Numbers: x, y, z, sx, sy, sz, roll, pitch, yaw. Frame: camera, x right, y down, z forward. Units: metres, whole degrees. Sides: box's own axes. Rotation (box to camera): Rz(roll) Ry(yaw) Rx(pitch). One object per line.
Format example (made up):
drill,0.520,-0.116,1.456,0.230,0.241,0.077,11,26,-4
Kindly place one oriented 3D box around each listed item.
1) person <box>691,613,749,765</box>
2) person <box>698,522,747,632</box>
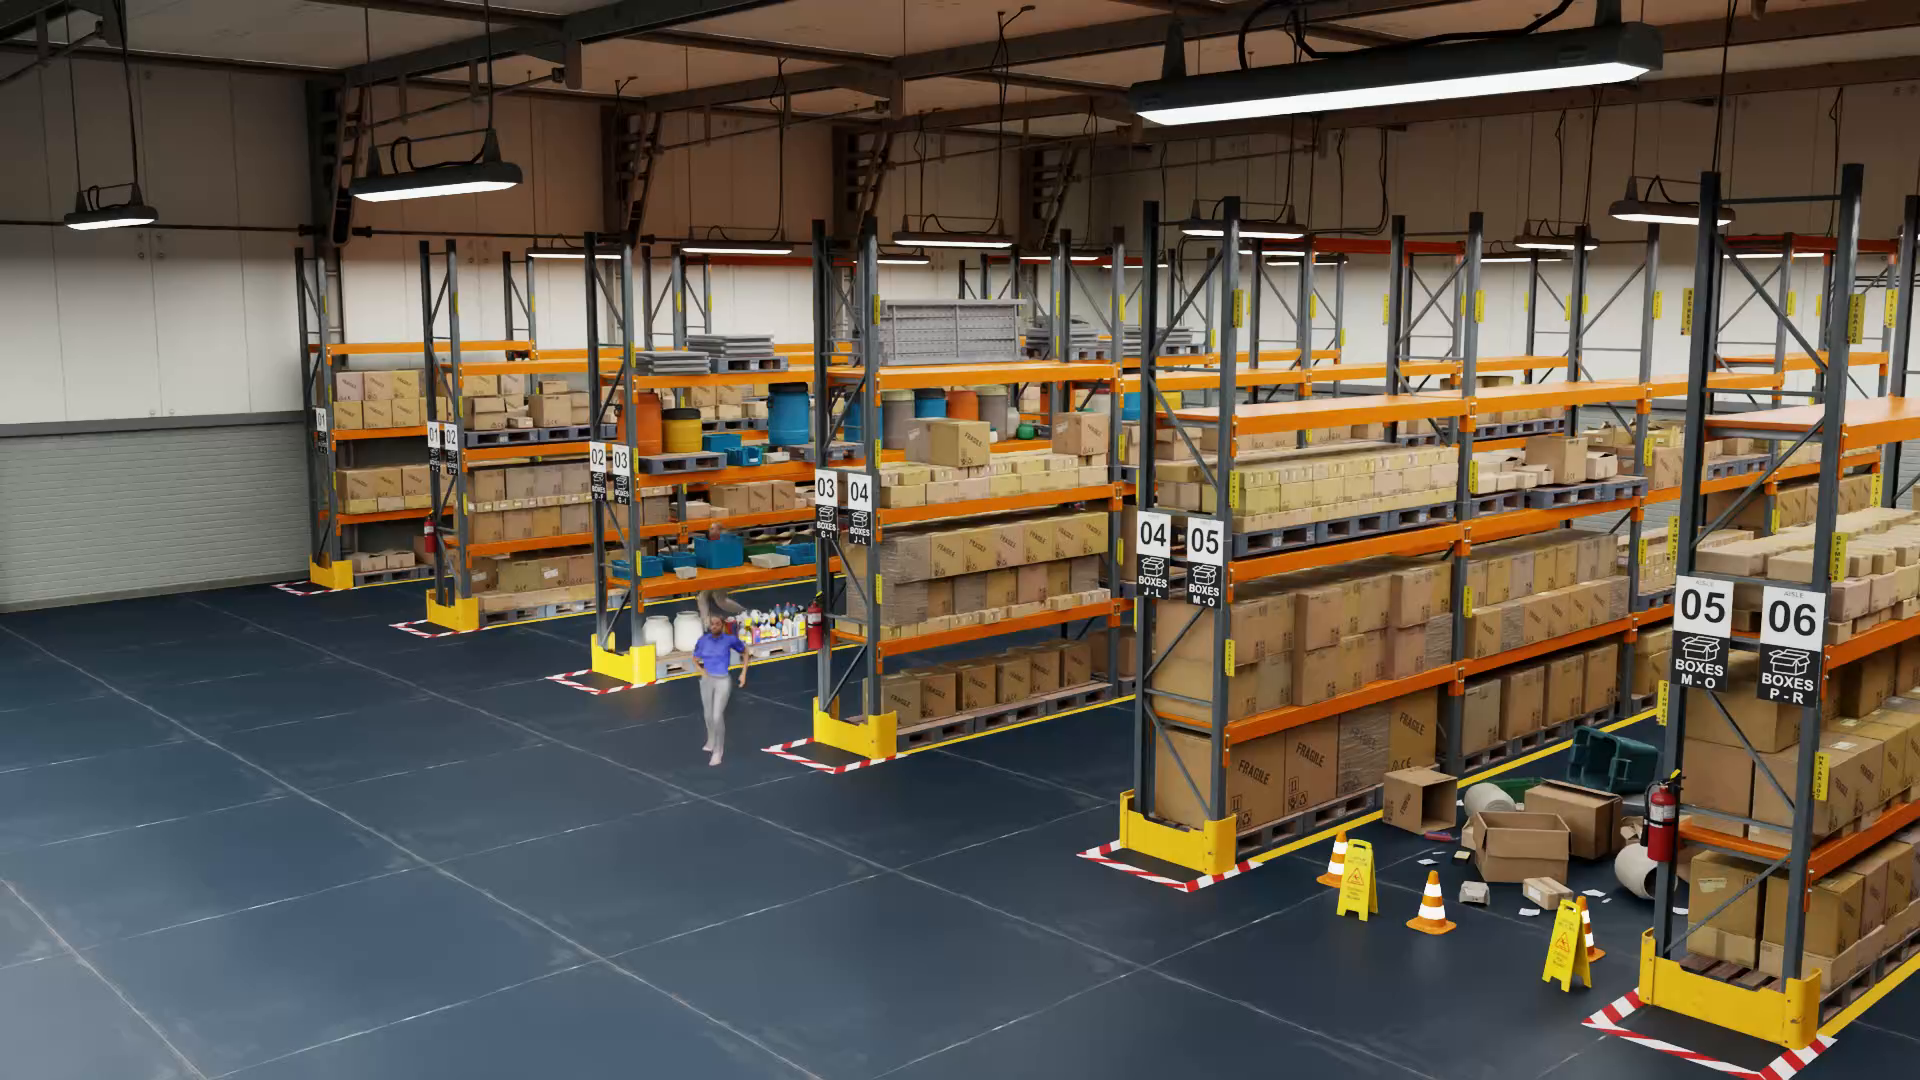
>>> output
person,-2.690,1.658,18.605,0.606,1.732,0.704,1,8,8
person,-3.762,0.568,25.596,0.923,1.697,0.673,-7,11,-41
